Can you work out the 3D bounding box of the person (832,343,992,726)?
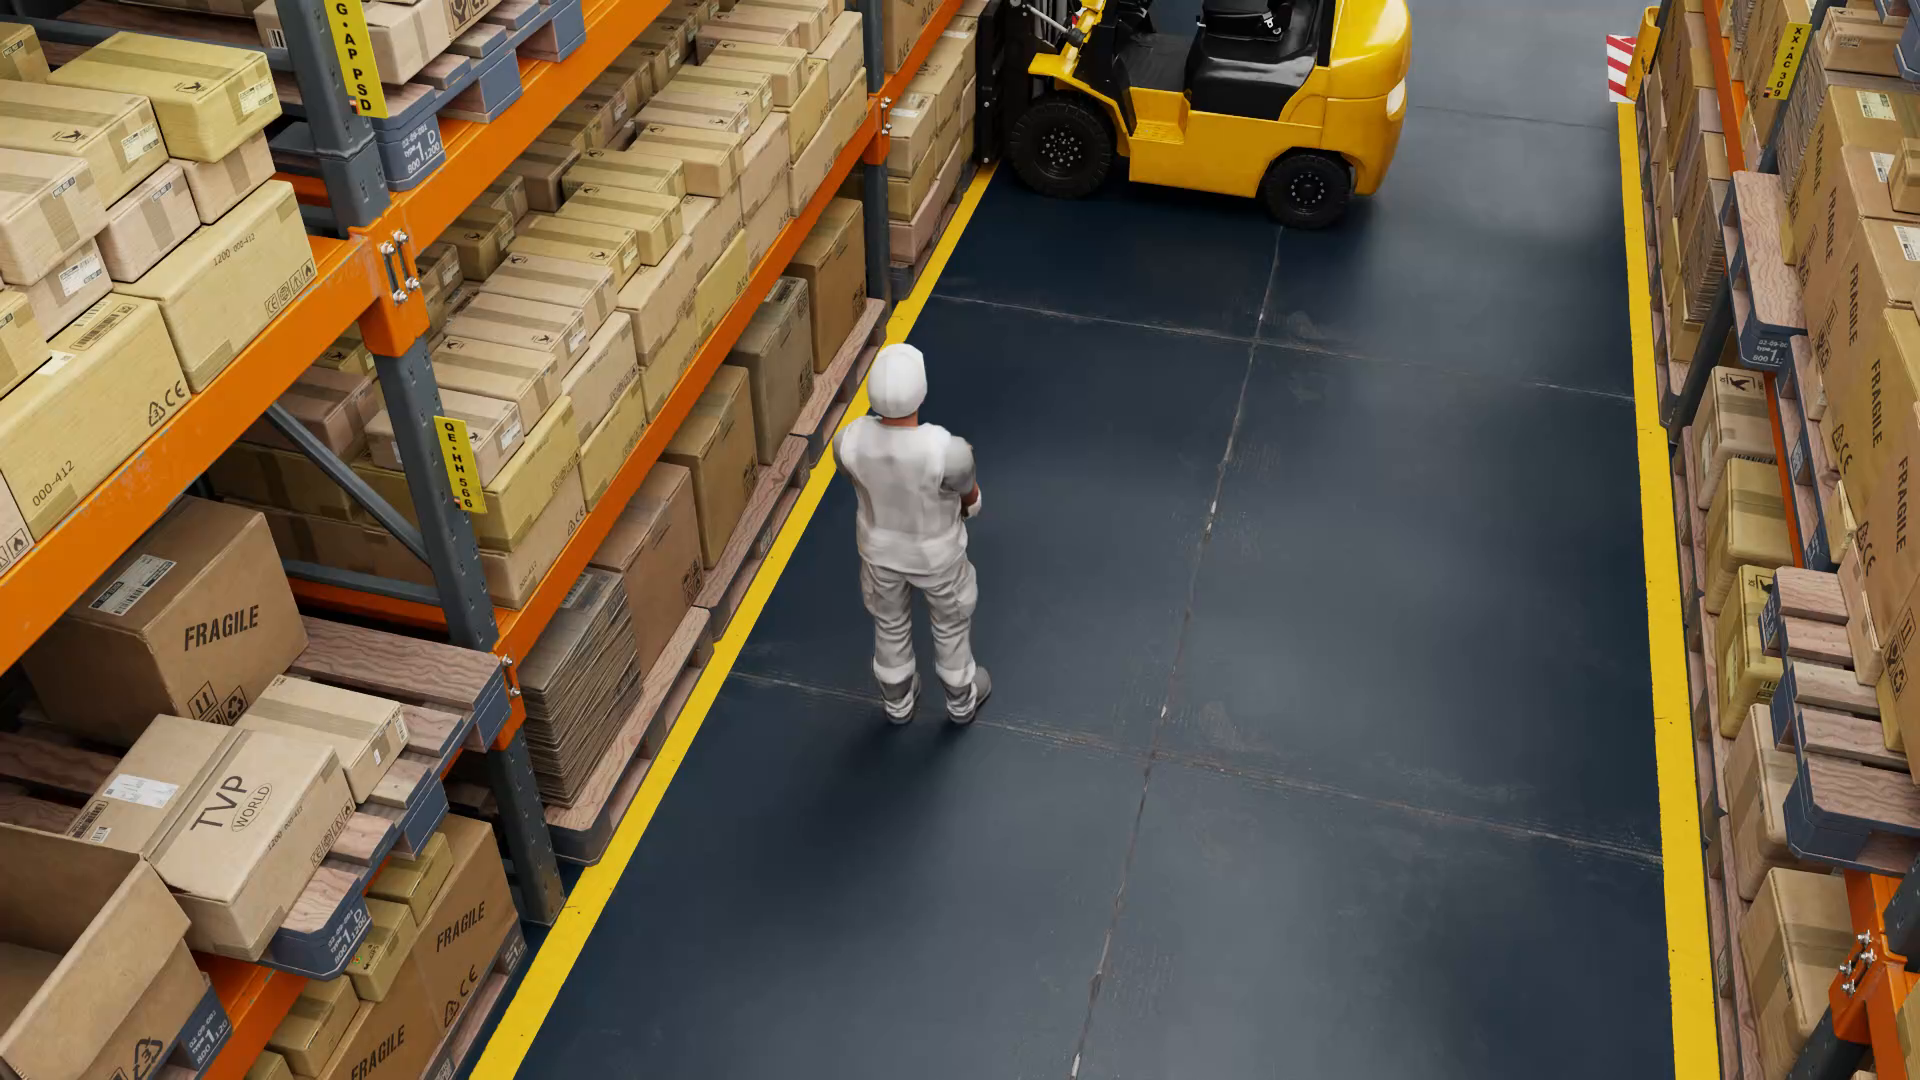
[{"bbox_3d":[-0.158,-0.019,6.158,0.525,1.793,0.542,10,42,11],"label":"person"}]
